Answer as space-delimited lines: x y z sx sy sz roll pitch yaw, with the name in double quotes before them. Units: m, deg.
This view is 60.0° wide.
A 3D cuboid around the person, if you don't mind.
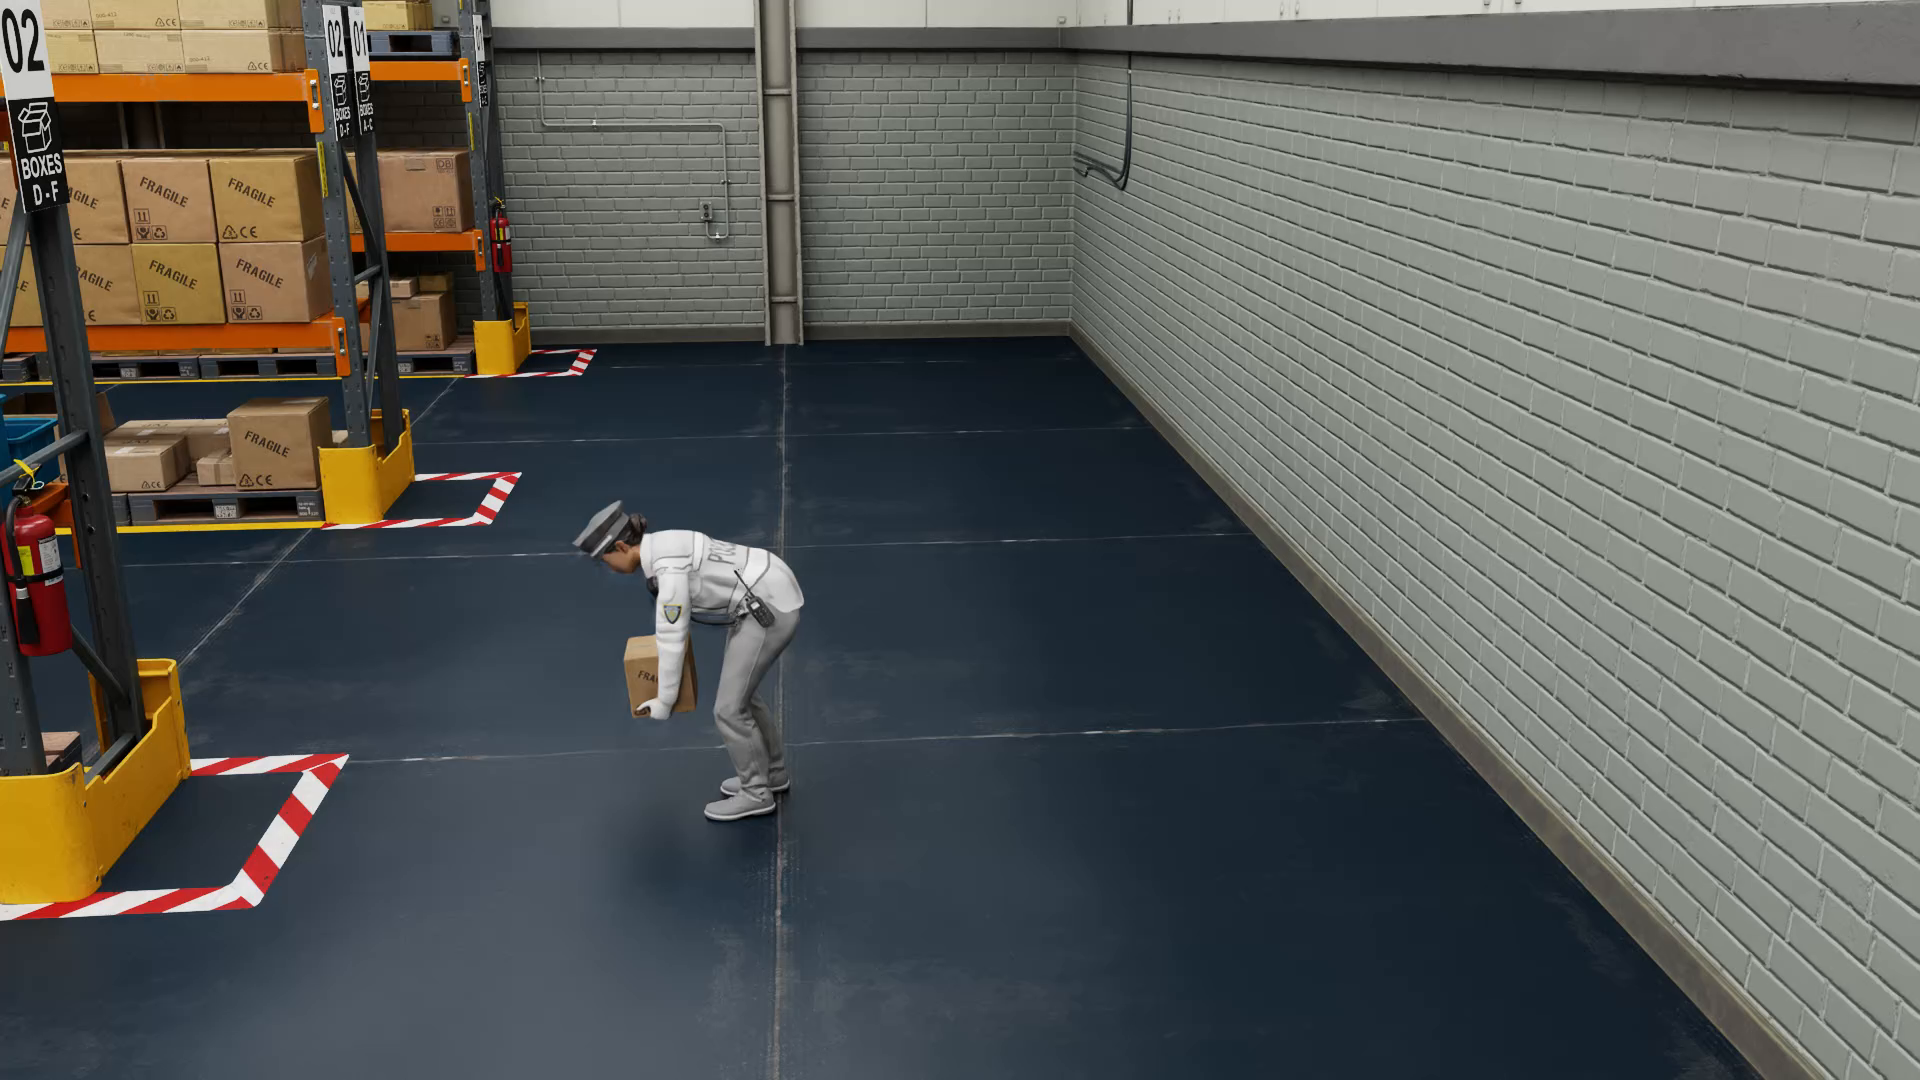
"person" -1.058 0.470 6.619 0.886 1.306 0.407 -2 17 -7
